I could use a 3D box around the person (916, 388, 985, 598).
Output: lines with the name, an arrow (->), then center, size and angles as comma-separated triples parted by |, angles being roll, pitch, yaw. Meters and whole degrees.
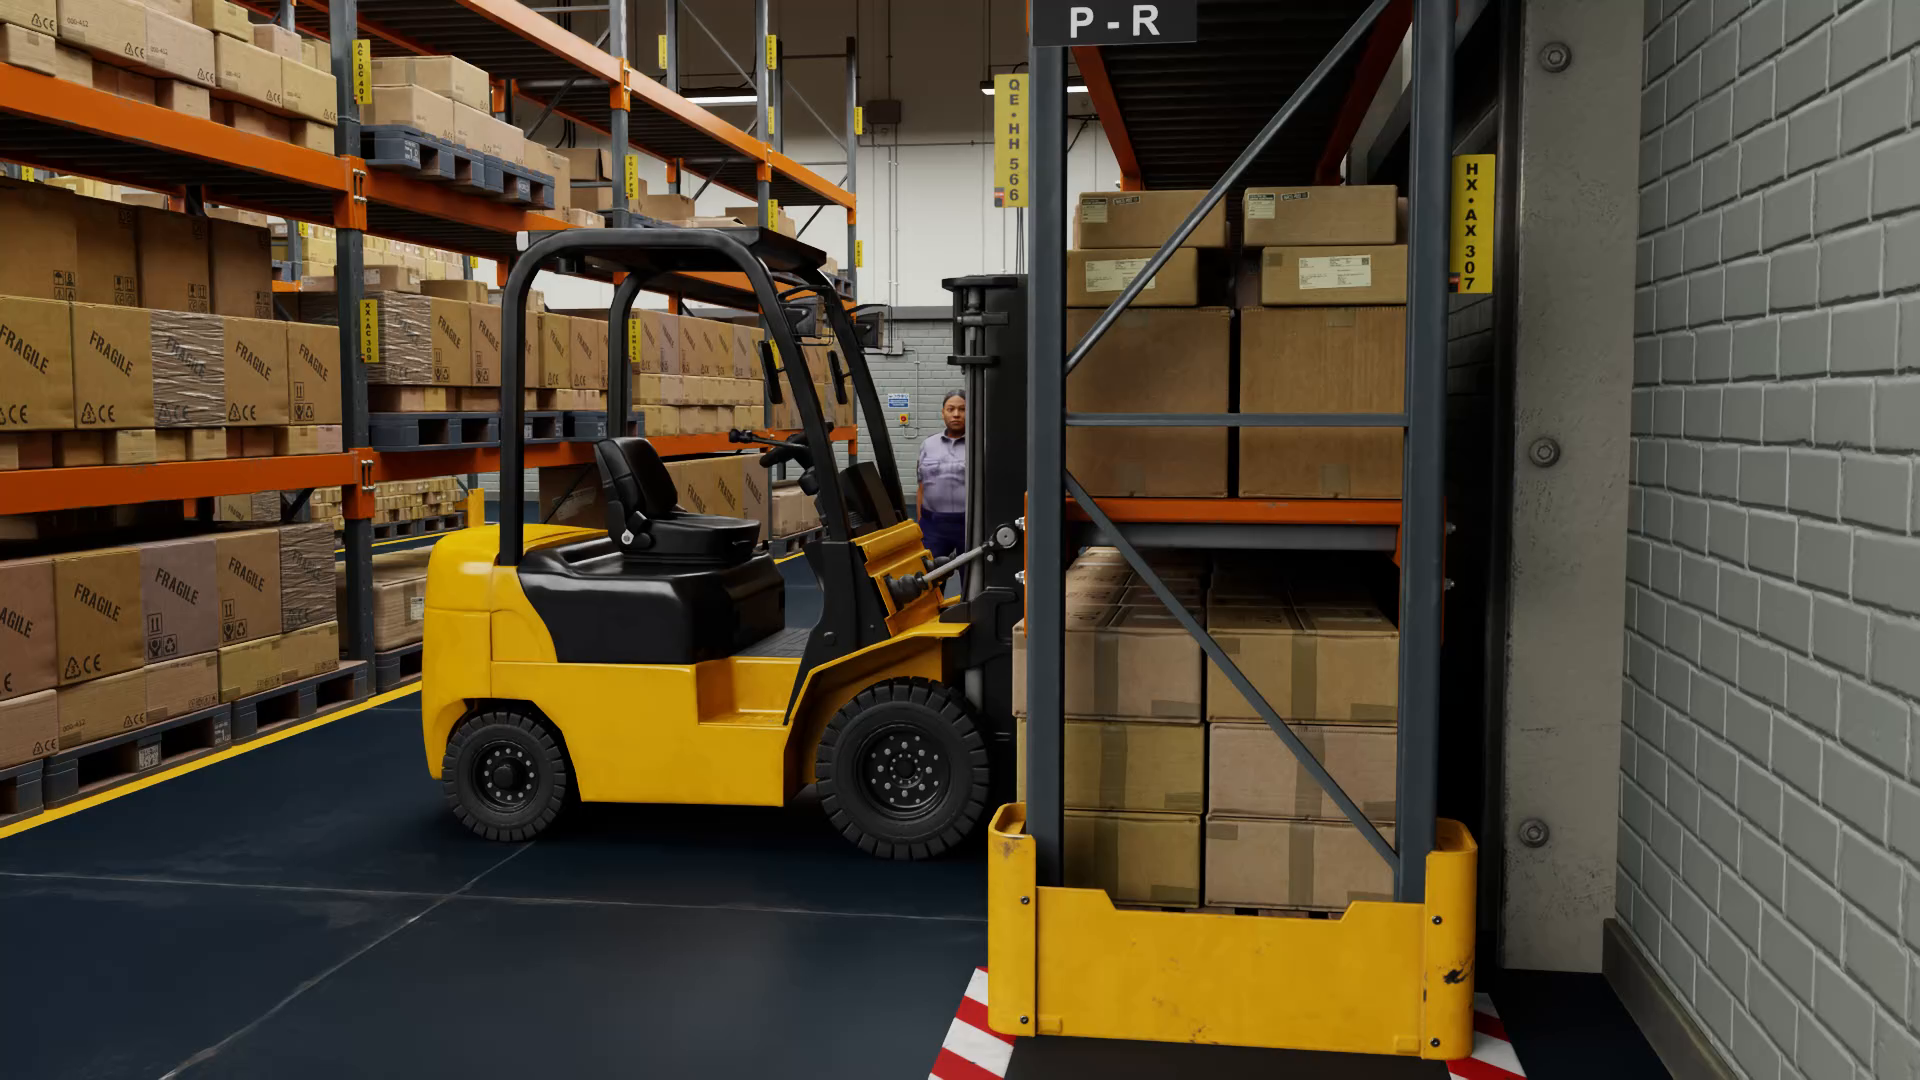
person -> -0.018, -0.002, 9.138 | 0.466, 1.649, 0.344 | 1, 5, 10
